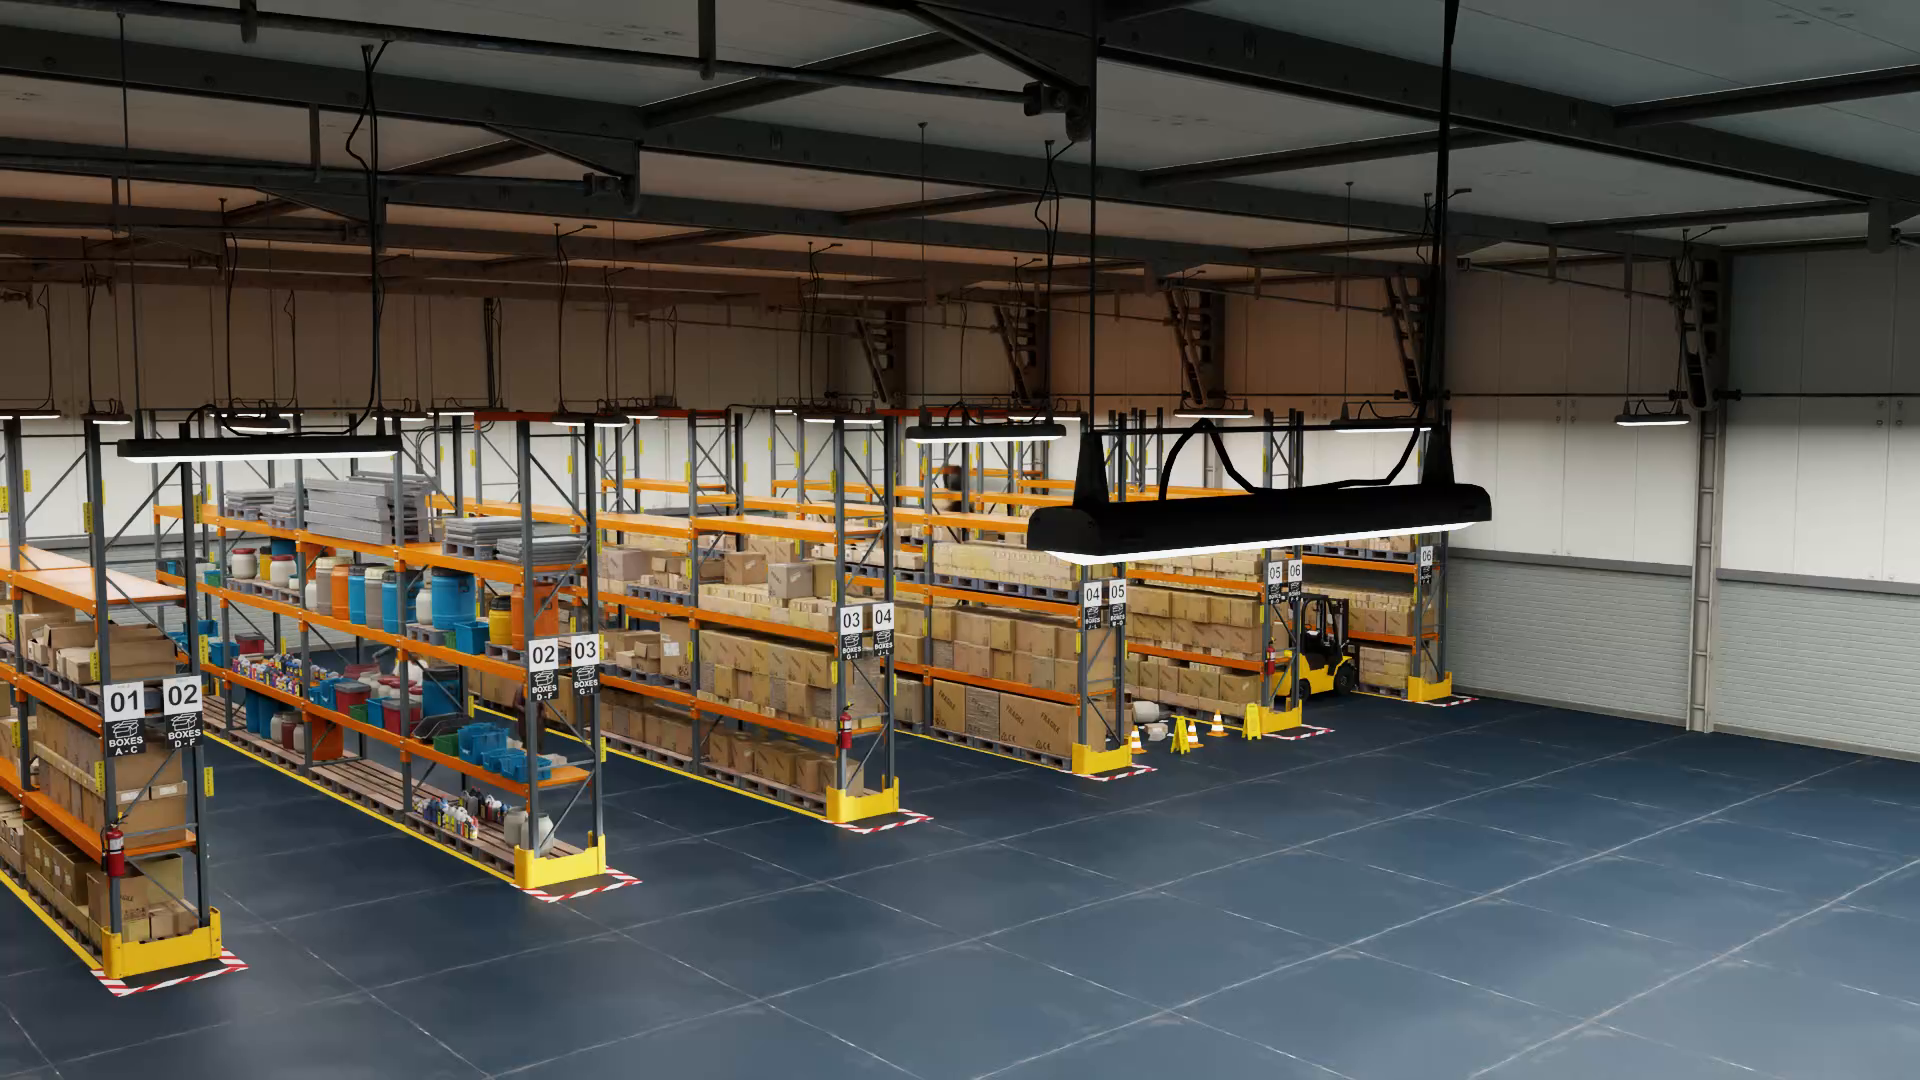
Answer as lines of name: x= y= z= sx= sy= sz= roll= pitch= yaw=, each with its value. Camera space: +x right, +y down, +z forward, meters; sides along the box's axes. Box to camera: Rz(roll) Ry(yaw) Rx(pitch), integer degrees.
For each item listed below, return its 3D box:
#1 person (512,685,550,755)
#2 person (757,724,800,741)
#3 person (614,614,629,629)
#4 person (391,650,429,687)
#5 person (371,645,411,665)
person: x=-7.306 y=3.019 z=27.946 sx=0.859 sy=1.732 sz=0.708 roll=3 pitch=6 yaw=34
person: x=-3.324 y=2.810 z=30.387 sx=0.837 sy=1.721 sz=0.696 roll=2 pitch=5 yaw=24
person: x=-8.369 y=1.936 z=41.118 sx=0.911 sy=1.607 sz=0.522 roll=-5 pitch=7 yaw=-43
person: x=-9.932 y=2.778 z=30.250 sx=0.945 sy=1.750 sz=0.717 roll=4 pitch=7 yaw=41
person: x=-12.990 y=2.174 z=38.239 sx=1.061 sy=1.652 sz=0.580 roll=-1 pitch=5 yaw=-14
